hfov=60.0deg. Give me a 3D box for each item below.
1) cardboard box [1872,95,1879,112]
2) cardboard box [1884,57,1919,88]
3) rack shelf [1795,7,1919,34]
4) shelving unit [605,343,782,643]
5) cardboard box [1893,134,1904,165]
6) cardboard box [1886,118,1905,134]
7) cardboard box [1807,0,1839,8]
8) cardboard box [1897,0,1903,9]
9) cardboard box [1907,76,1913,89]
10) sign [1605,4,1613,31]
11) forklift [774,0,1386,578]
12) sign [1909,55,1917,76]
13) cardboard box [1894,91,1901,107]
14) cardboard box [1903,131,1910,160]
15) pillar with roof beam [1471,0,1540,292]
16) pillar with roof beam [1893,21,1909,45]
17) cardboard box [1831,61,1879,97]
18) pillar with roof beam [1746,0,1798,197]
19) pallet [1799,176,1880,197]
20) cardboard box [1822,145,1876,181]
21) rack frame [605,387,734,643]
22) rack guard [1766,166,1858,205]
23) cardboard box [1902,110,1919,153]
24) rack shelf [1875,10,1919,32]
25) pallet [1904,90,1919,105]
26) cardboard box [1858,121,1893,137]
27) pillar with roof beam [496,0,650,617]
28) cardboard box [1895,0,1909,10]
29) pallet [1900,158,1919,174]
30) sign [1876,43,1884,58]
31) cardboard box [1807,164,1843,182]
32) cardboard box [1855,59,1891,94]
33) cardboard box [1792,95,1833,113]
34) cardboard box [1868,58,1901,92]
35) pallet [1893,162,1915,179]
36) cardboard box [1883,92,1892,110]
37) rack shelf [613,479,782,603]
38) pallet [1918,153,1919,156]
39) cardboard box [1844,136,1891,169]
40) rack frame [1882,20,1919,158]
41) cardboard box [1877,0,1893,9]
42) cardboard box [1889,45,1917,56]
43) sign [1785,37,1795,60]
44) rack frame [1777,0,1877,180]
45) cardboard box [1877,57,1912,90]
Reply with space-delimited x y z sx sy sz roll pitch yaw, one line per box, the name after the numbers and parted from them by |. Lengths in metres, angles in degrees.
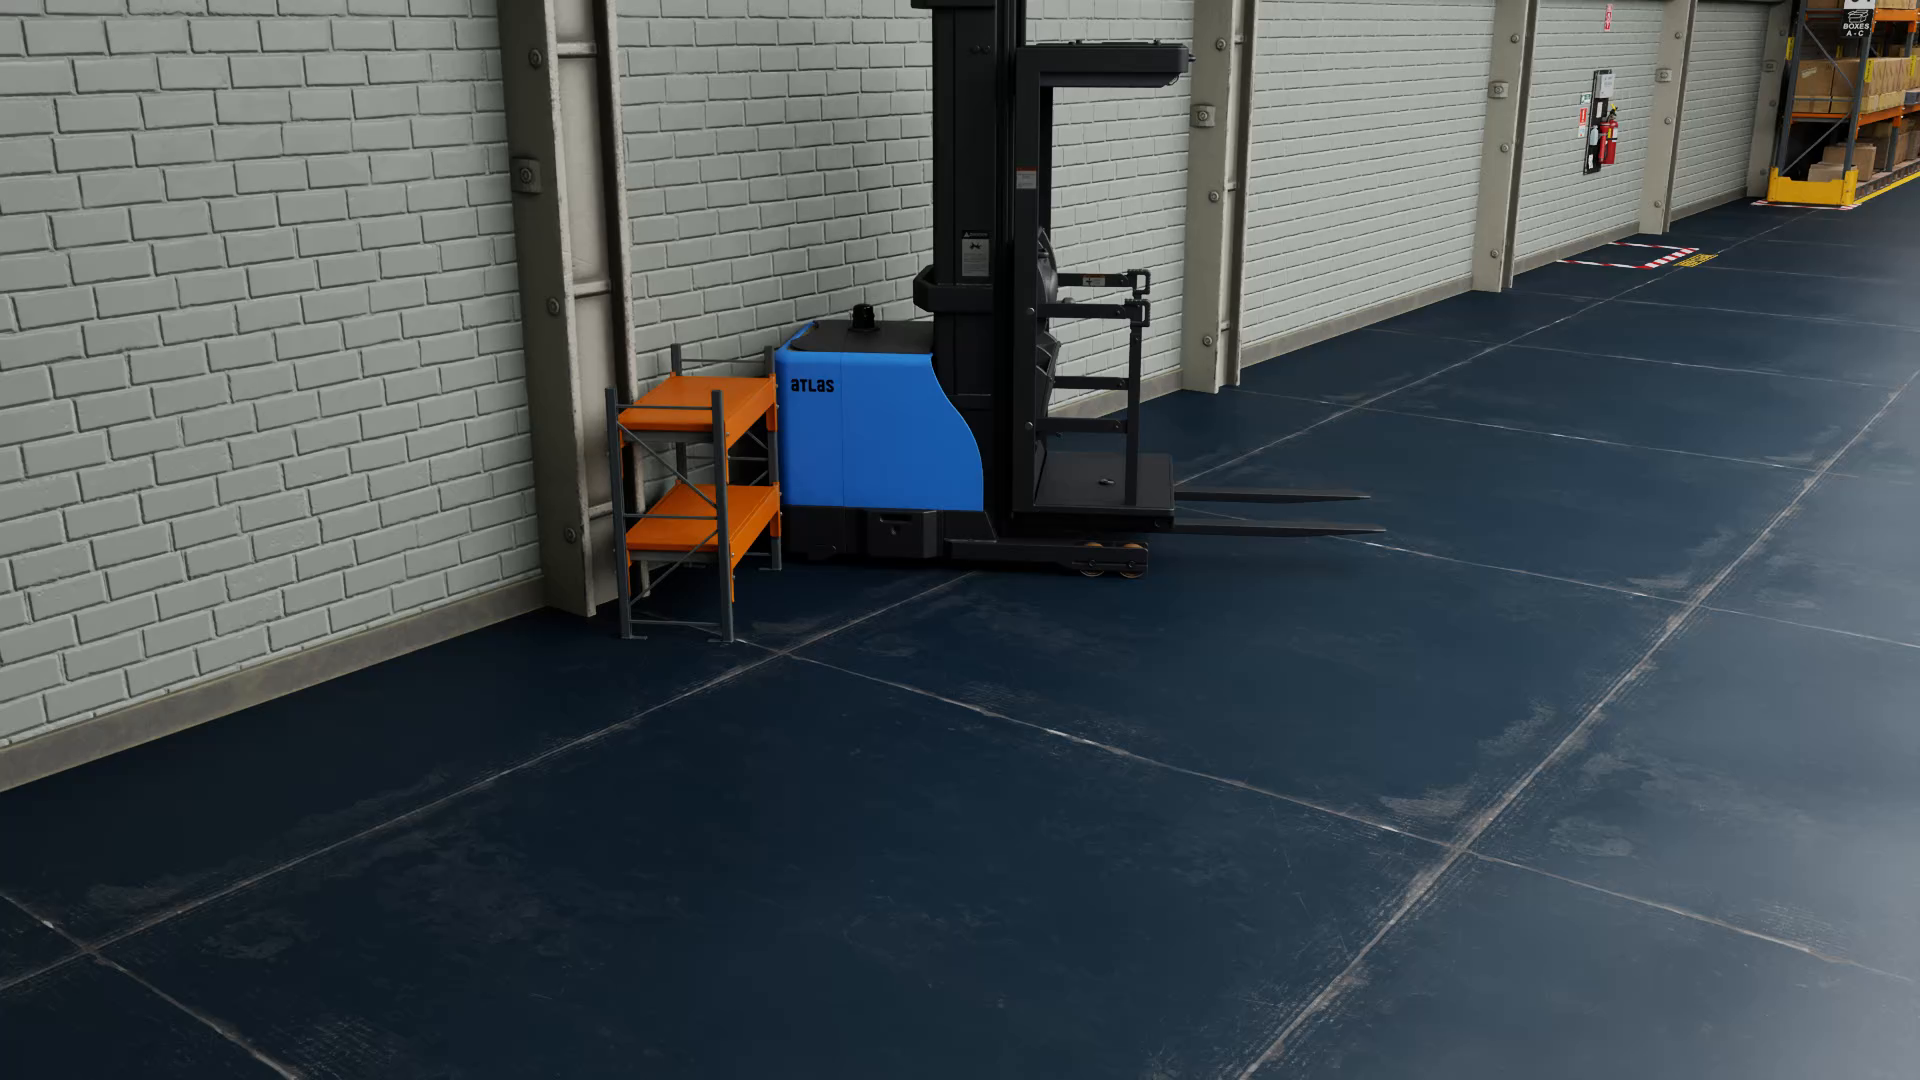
13.711 -6.675 25.400 0.500 0.250 0.500 12 21 33 | cardboard box
16.638 -8.300 29.502 0.700 0.500 0.500 12 21 35 | cardboard box
14.059 -8.116 25.976 1.077 0.370 4.000 12 21 35 | rack shelf
-1.192 -0.247 7.642 0.538 1.125 1.048 2 17 6 | shelving unit
16.280 -6.944 29.521 0.700 0.500 0.500 13 21 35 | cardboard box
16.555 -7.402 29.730 0.500 0.250 0.500 12 21 34 | cardboard box
12.913 -8.185 24.782 0.500 0.500 0.500 14 22 39 | cardboard box
14.224 -8.453 25.647 0.500 0.500 0.500 14 22 38 | cardboard box
15.920 -8.008 28.564 0.700 0.500 0.500 15 23 40 | cardboard box
7.427 -5.982 19.041 0.001 0.298 0.199 12 21 35 | sign
0.619 -1.380 8.244 3.031 2.935 1.130 2 17 6 | forklift
15.691 -7.823 27.417 0.100 0.325 0.005 12 21 35 | sign
14.908 -7.158 26.954 0.500 0.250 0.500 13 21 35 | cardboard box
16.847 -7.190 30.311 0.700 0.500 0.500 12 21 35 | cardboard box
8.897 -6.116 13.266 9.100 9.000 0.400 12 21 35 | pillar with roof beam
23.197 -11.833 31.674 9.100 9.000 0.400 12 21 35 | pillar with roof beam
13.393 -6.907 24.883 0.500 0.500 0.500 12 21 35 | cardboard box
16.047 -8.975 22.470 9.100 9.000 0.400 12 21 35 | pillar with roof beam
14.153 -5.714 26.787 1.003 0.211 1.213 12 21 35 | pallet
14.169 -6.018 26.537 0.700 0.500 0.500 11 20 31 | cardboard box
-1.246 -0.097 7.159 0.500 1.125 0.032 2 17 6 | rack frame
12.913 -5.375 25.209 1.175 0.500 0.348 12 21 35 | rack guard
18.178 -7.782 31.662 0.750 0.750 0.750 12 21 34 | cardboard box
16.442 -9.069 29.044 1.077 0.370 4.000 12 21 35 | rack shelf
15.823 -7.568 28.380 1.003 0.211 1.213 12 21 35 | pallet
15.936 -7.162 28.956 0.500 0.250 0.500 12 21 34 | cardboard box
1.747 -3.258 4.063 9.100 9.000 0.400 12 21 35 | pillar with roof beam
14.837 -8.711 26.477 0.500 0.500 0.500 10 20 30 | cardboard box
17.167 -6.939 30.731 1.003 0.211 1.213 12 21 35 | pallet
17.186 -9.106 31.058 0.100 0.325 0.005 12 21 35 | sign
13.352 -5.626 25.593 0.500 0.311 0.500 10 20 29 | cardboard box
14.009 -7.145 25.650 0.500 0.500 0.500 12 21 33 | cardboard box
12.990 -6.634 25.268 0.500 0.250 0.500 13 21 35 | cardboard box
14.616 -7.394 26.451 0.500 0.500 0.500 12 21 33 | cardboard box
16.440 -6.649 29.799 1.003 0.211 1.213 12 21 35 | pallet
14.322 -6.915 26.173 0.500 0.250 0.500 13 21 35 | cardboard box
-1.192 -0.013 7.714 0.538 0.278 1.000 2 17 6 | rack shelf
18.164 -7.299 31.891 1.003 0.211 1.213 12 21 35 | pallet
15.676 -6.698 28.728 0.700 0.500 0.500 13 22 37 | cardboard box
17.634 -8.456 30.916 1.000 3.000 0.127 12 21 35 | rack frame
13.616 -8.198 24.823 0.500 0.500 0.500 14 22 38 | cardboard box
17.696 -9.167 31.238 0.500 0.250 0.500 13 22 36 | cardboard box
12.434 -7.357 24.893 0.100 0.325 0.005 12 21 35 | sign
12.867 -6.551 24.780 1.000 3.000 0.127 12 21 35 | rack frame
15.217 -7.632 27.218 0.500 0.500 0.500 12 21 35 | cardboard box
